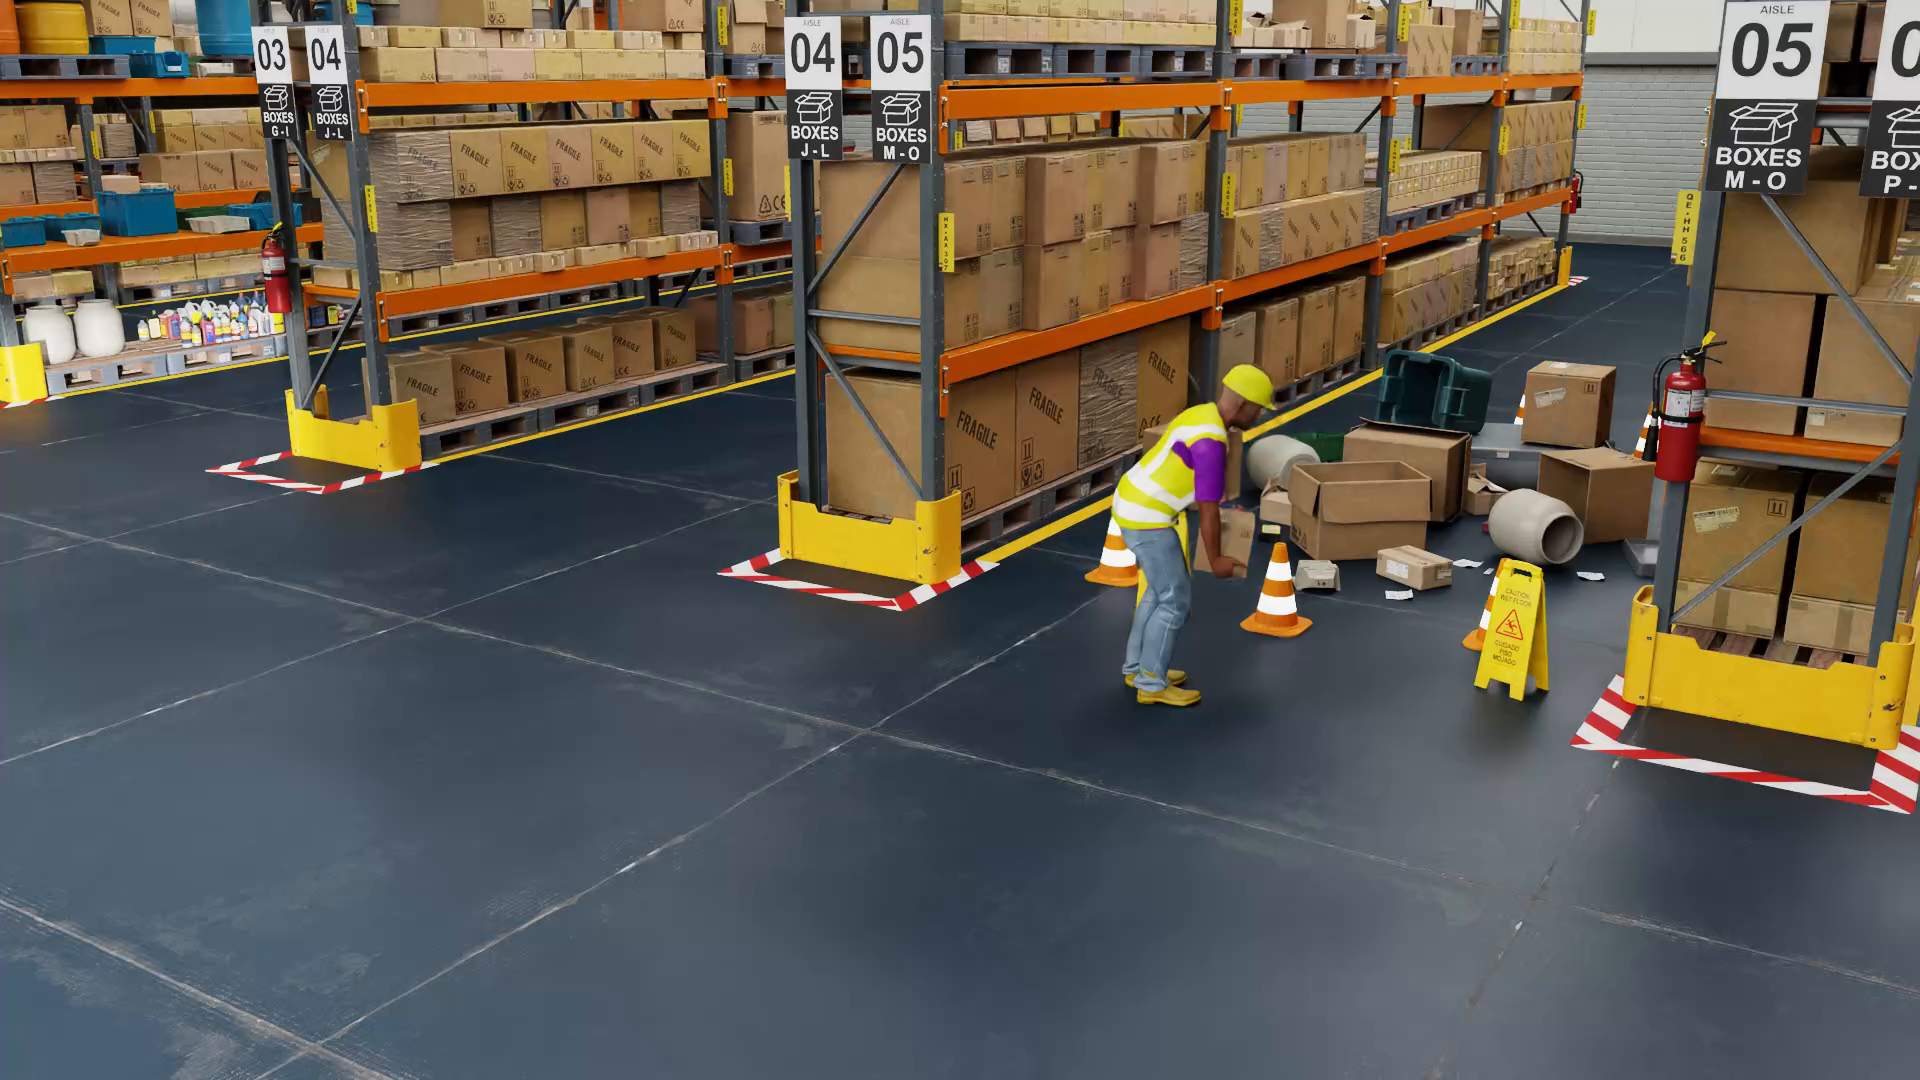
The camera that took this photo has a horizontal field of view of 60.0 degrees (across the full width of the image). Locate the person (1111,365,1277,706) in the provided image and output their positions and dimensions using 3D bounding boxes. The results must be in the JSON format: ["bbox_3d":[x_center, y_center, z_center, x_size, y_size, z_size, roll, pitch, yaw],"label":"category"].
[{"bbox_3d":[1.093,-0.032,7.884,0.749,1.608,0.480,0,16,1],"label":"person"}]
